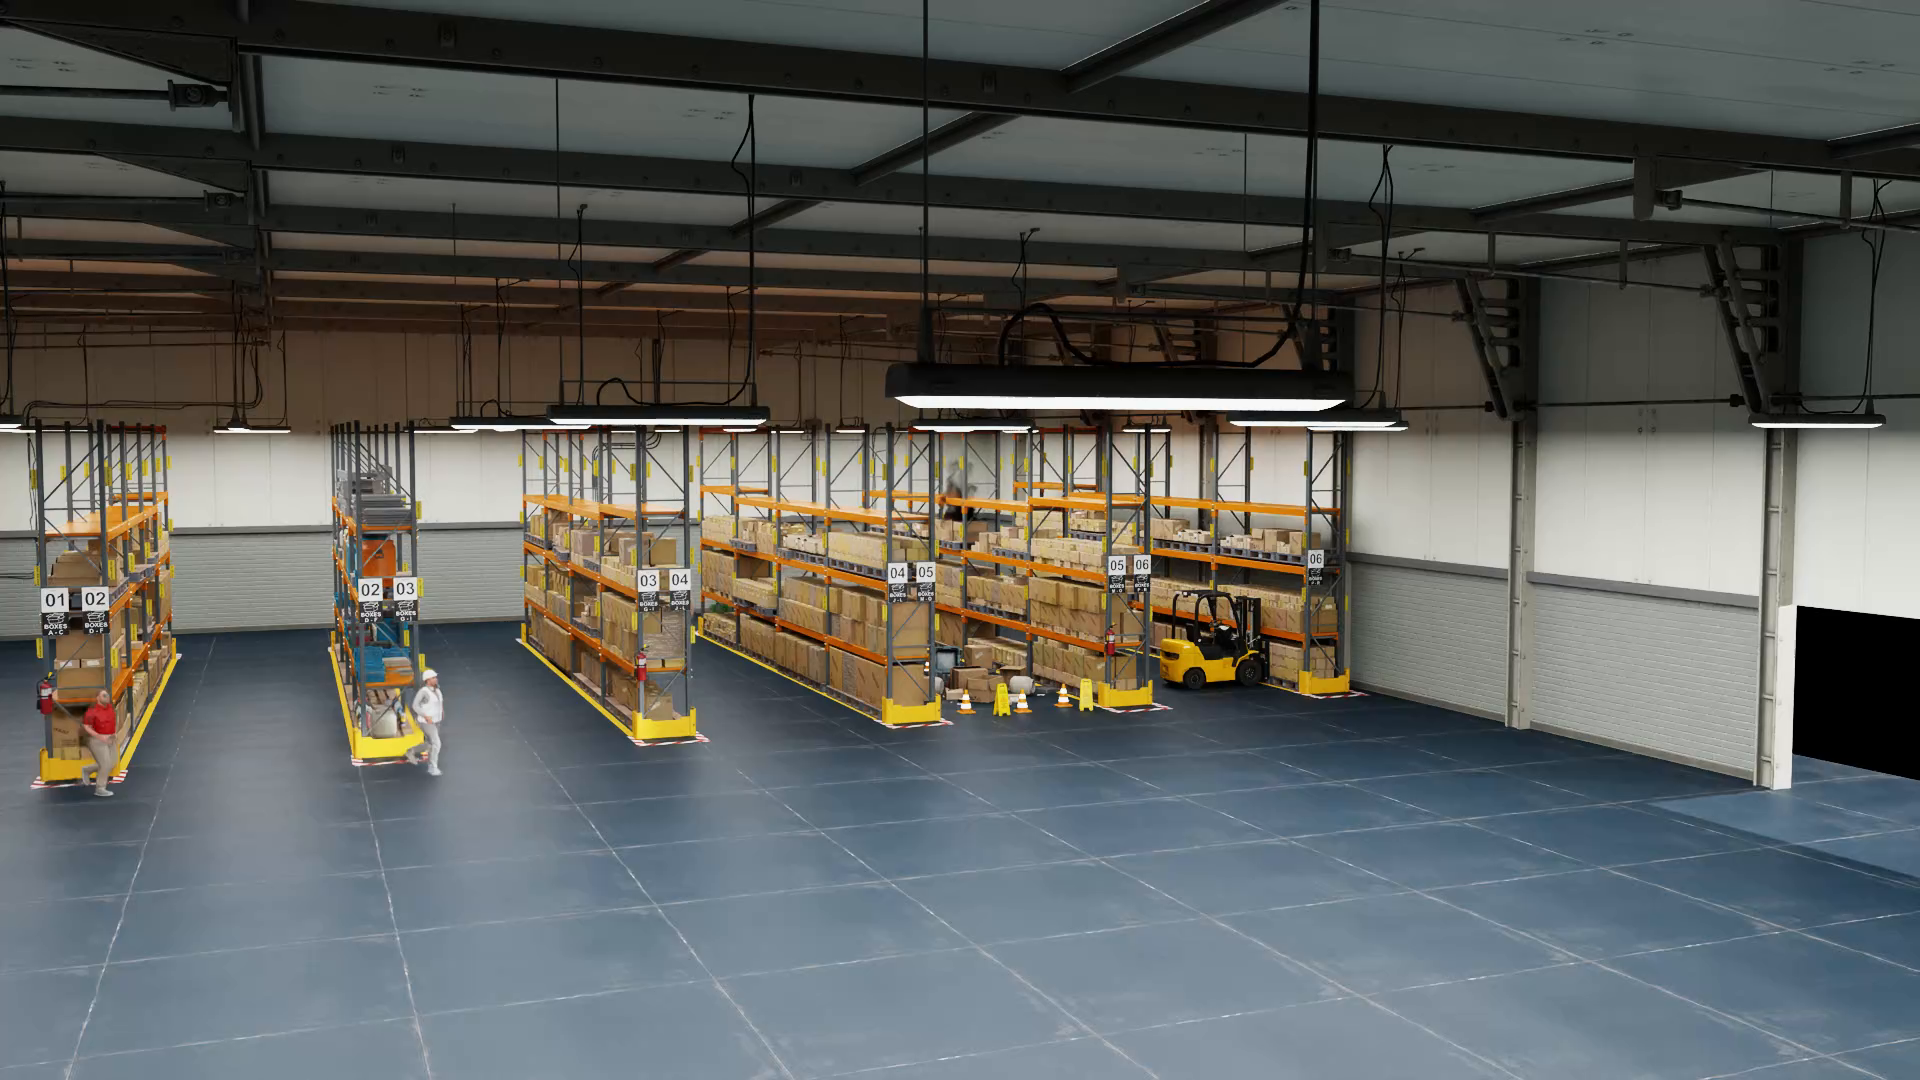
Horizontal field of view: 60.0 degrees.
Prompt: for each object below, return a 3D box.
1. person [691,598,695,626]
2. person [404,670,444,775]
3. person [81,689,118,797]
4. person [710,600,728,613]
[{"bbox_3d":[-7.329,2.138,44.225,0.577,1.710,0.702,-1,4,-15],"label":"person"},{"bbox_3d":[-9.100,3.090,28.283,0.747,1.789,0.665,1,4,13],"label":"person"},{"bbox_3d":[-13.739,3.223,26.549,0.684,1.698,0.686,1,4,11],"label":"person"},{"bbox_3d":[-7.102,1.750,49.316,0.761,1.839,0.641,-4,5,-45],"label":"person"}]
